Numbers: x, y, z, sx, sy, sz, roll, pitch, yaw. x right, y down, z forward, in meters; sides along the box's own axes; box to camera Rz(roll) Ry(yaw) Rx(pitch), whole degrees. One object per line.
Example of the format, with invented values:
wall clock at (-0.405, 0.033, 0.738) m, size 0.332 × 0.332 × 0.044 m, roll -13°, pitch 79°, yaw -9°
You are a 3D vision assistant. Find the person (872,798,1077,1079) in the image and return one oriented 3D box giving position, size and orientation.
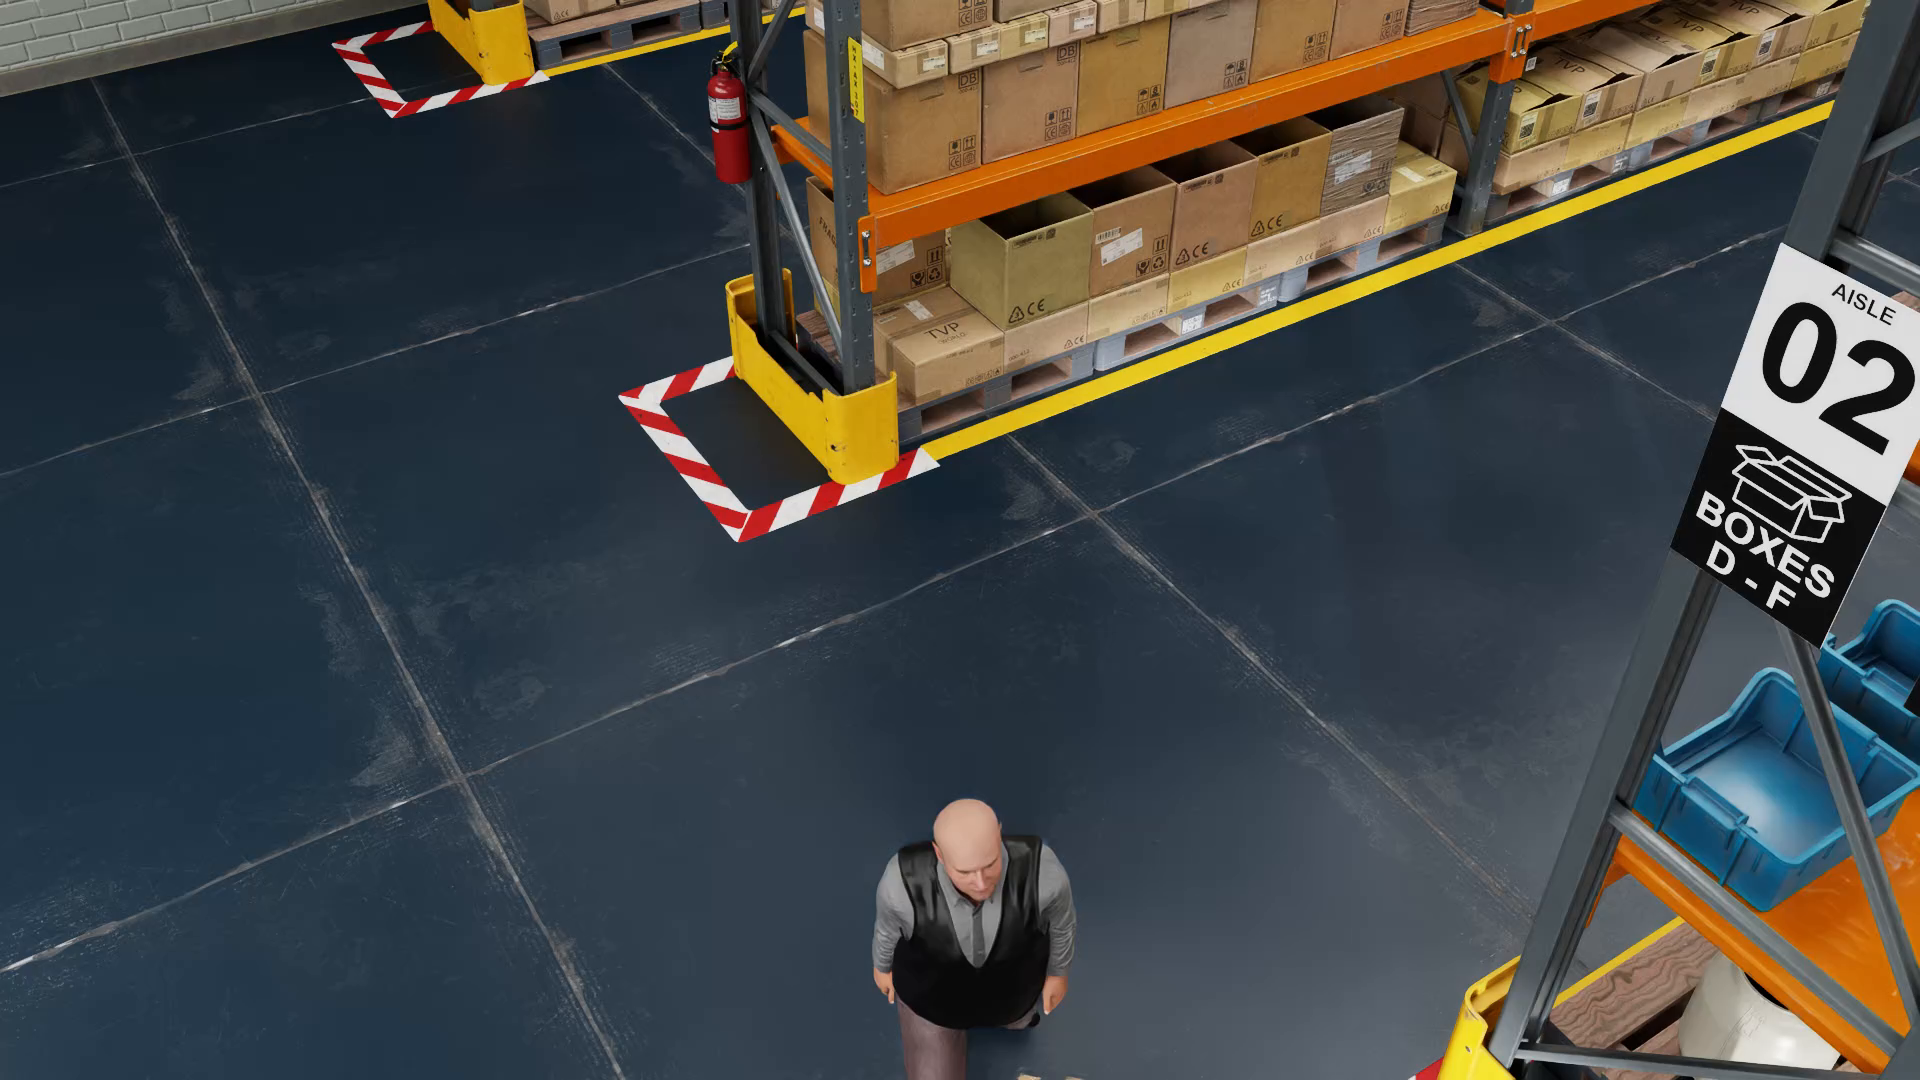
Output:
person at (0.029, 1.233, 4.828) m, size 0.564 × 1.580 × 0.919 m, roll -6°, pitch 41°, yaw -7°
